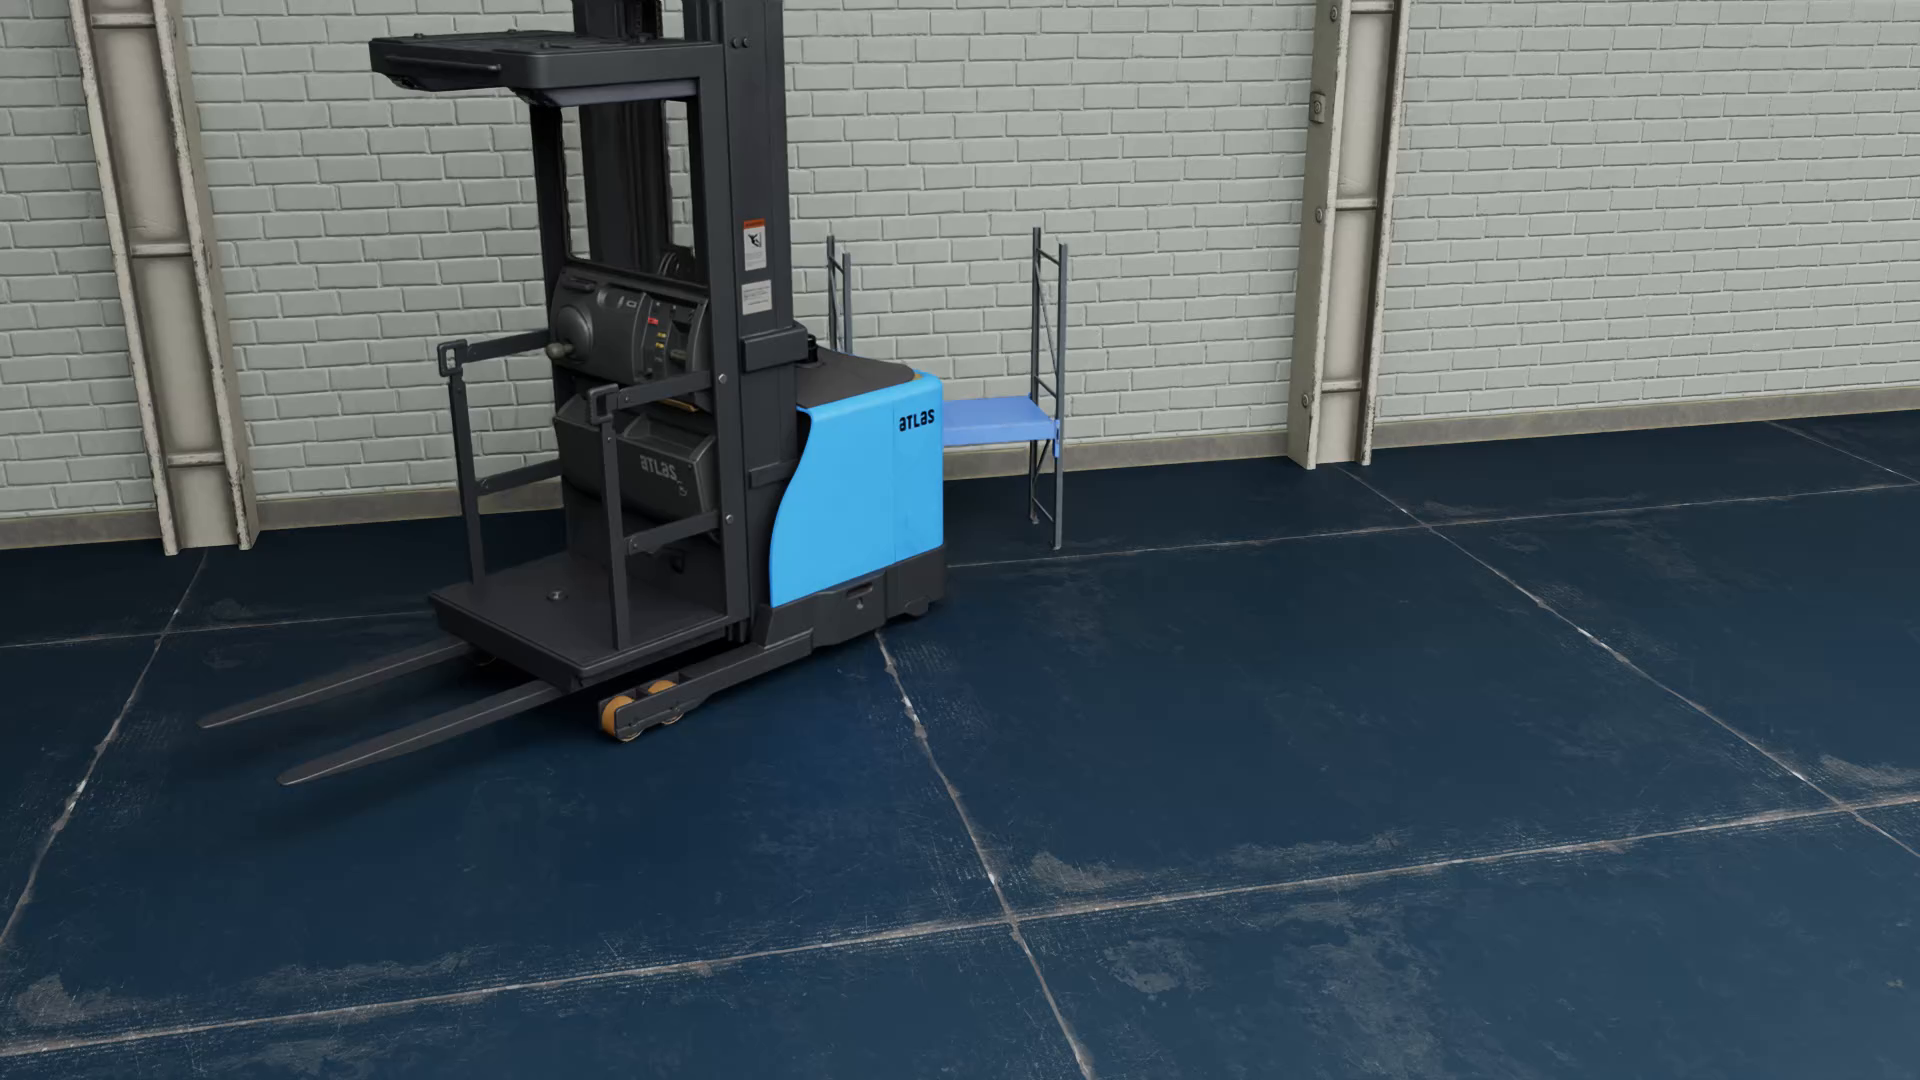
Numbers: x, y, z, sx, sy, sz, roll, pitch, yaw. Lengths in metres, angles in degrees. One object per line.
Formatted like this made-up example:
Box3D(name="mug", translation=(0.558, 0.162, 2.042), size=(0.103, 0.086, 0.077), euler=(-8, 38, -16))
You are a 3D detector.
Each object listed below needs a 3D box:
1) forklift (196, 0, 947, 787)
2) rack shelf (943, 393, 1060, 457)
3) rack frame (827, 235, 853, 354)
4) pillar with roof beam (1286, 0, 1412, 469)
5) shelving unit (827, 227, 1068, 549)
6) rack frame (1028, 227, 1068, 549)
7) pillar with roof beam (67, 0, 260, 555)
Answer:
Box3D(name="forklift", translation=(-1.432, -0.818, 6.287), size=(1.130, 2.935, 3.031), euler=(18, 27, 40))
Box3D(name="rack shelf", translation=(-0.067, -0.534, 8.115), size=(1.000, 0.185, 0.538), euler=(-5, 21, -12))
Box3D(name="rack frame", translation=(-0.563, -0.663, 7.945), size=(0.032, 1.500, 0.500), euler=(-5, 21, -12))
Box3D(name="pillar with roof beam", translation=(3.108, -3.251, 4.107), size=(0.400, 9.000, 9.100), euler=(-5, 21, -12))
Box3D(name="shelving unit", translation=(-0.067, -0.703, 8.053), size=(1.048, 1.500, 0.538), euler=(-5, 21, -12))
Box3D(name="rack frame", translation=(0.428, -0.743, 8.161), size=(0.032, 1.500, 0.500), euler=(-5, 21, -12))
Box3D(name="pillar with roof beam", translation=(-2.731, -2.776, 2.810), size=(0.400, 9.000, 9.100), euler=(-5, 21, -12))
